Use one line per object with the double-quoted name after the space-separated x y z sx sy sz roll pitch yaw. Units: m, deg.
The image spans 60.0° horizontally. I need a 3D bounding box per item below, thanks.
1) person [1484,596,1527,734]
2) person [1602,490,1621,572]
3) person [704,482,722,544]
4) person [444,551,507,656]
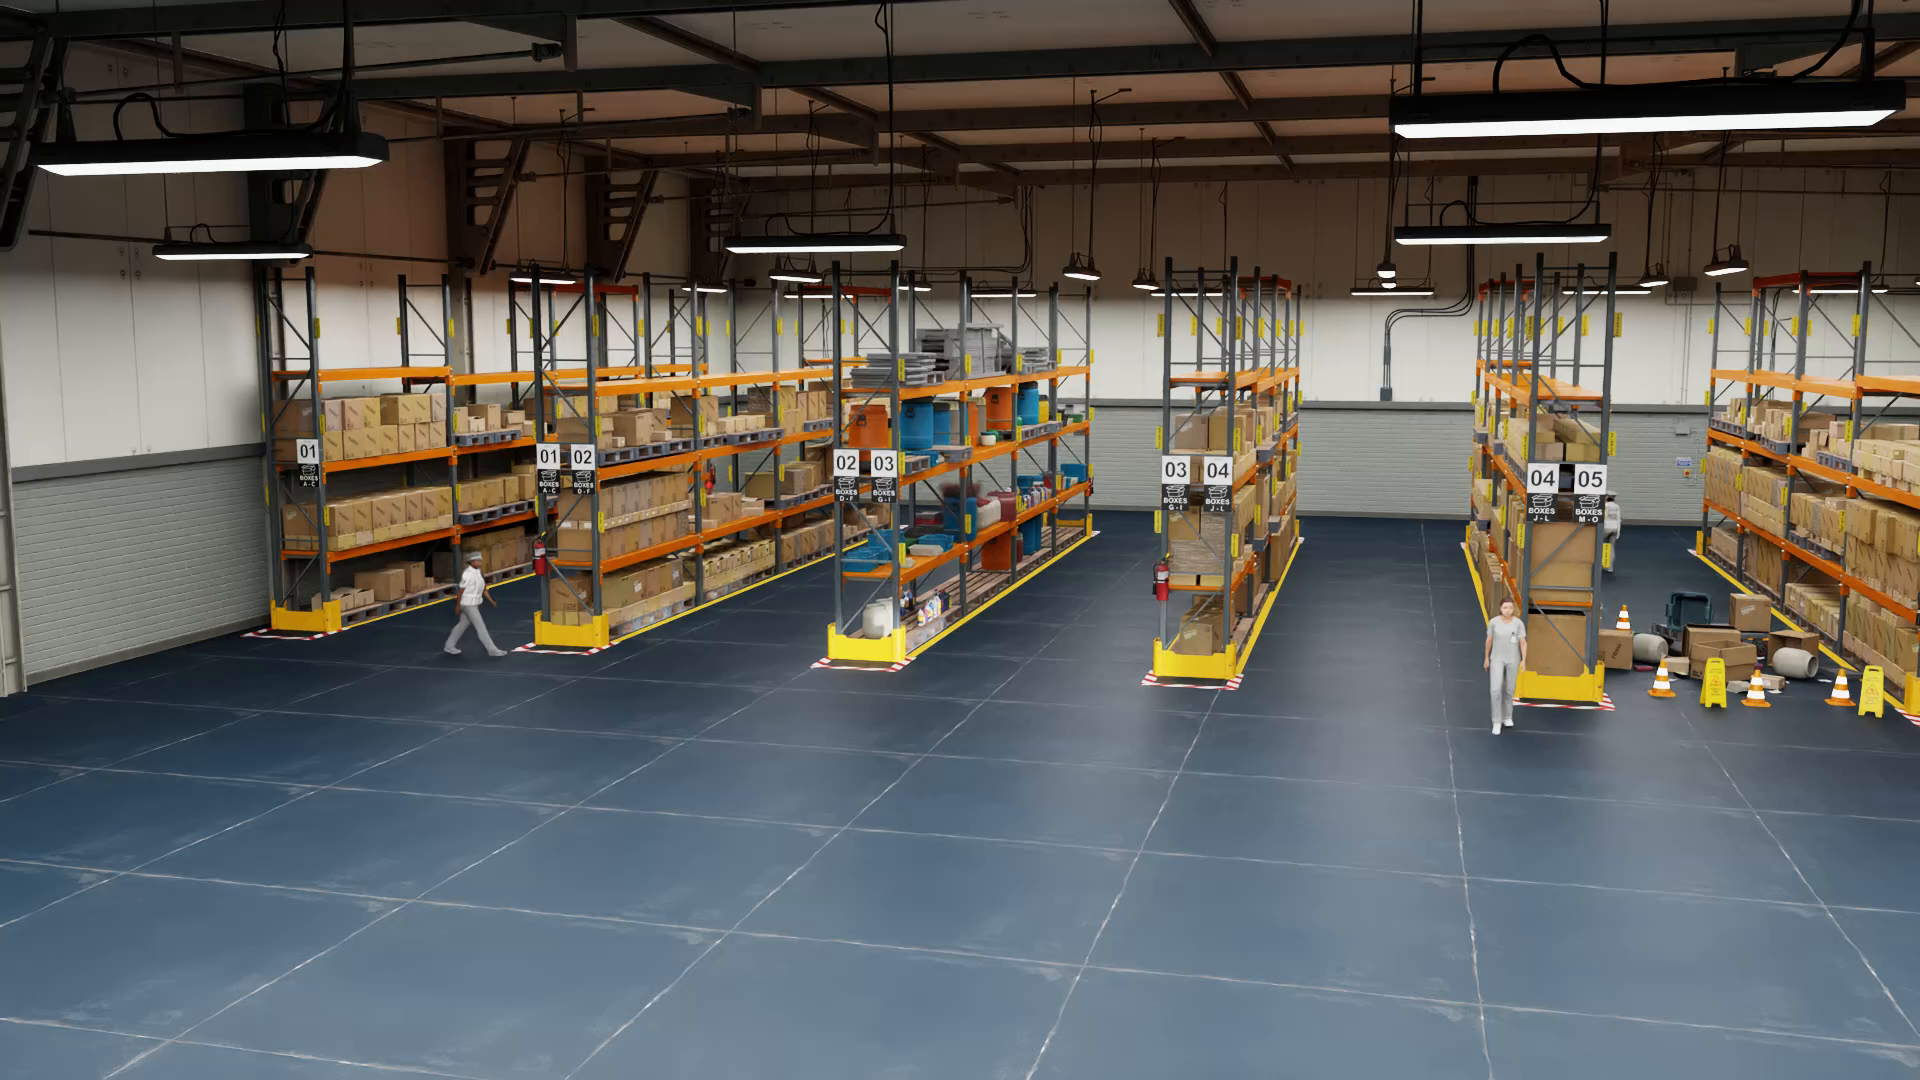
6.831 1.552 20.826 0.495 1.705 0.622 2 7 14 "person"
13.396 -0.175 34.363 0.521 1.693 0.370 -2 8 -15 "person"
-5.455 -0.450 36.490 0.644 1.680 0.656 3 8 23 "person"
-7.421 0.965 25.368 1.069 1.602 0.488 1 7 11 "person"
